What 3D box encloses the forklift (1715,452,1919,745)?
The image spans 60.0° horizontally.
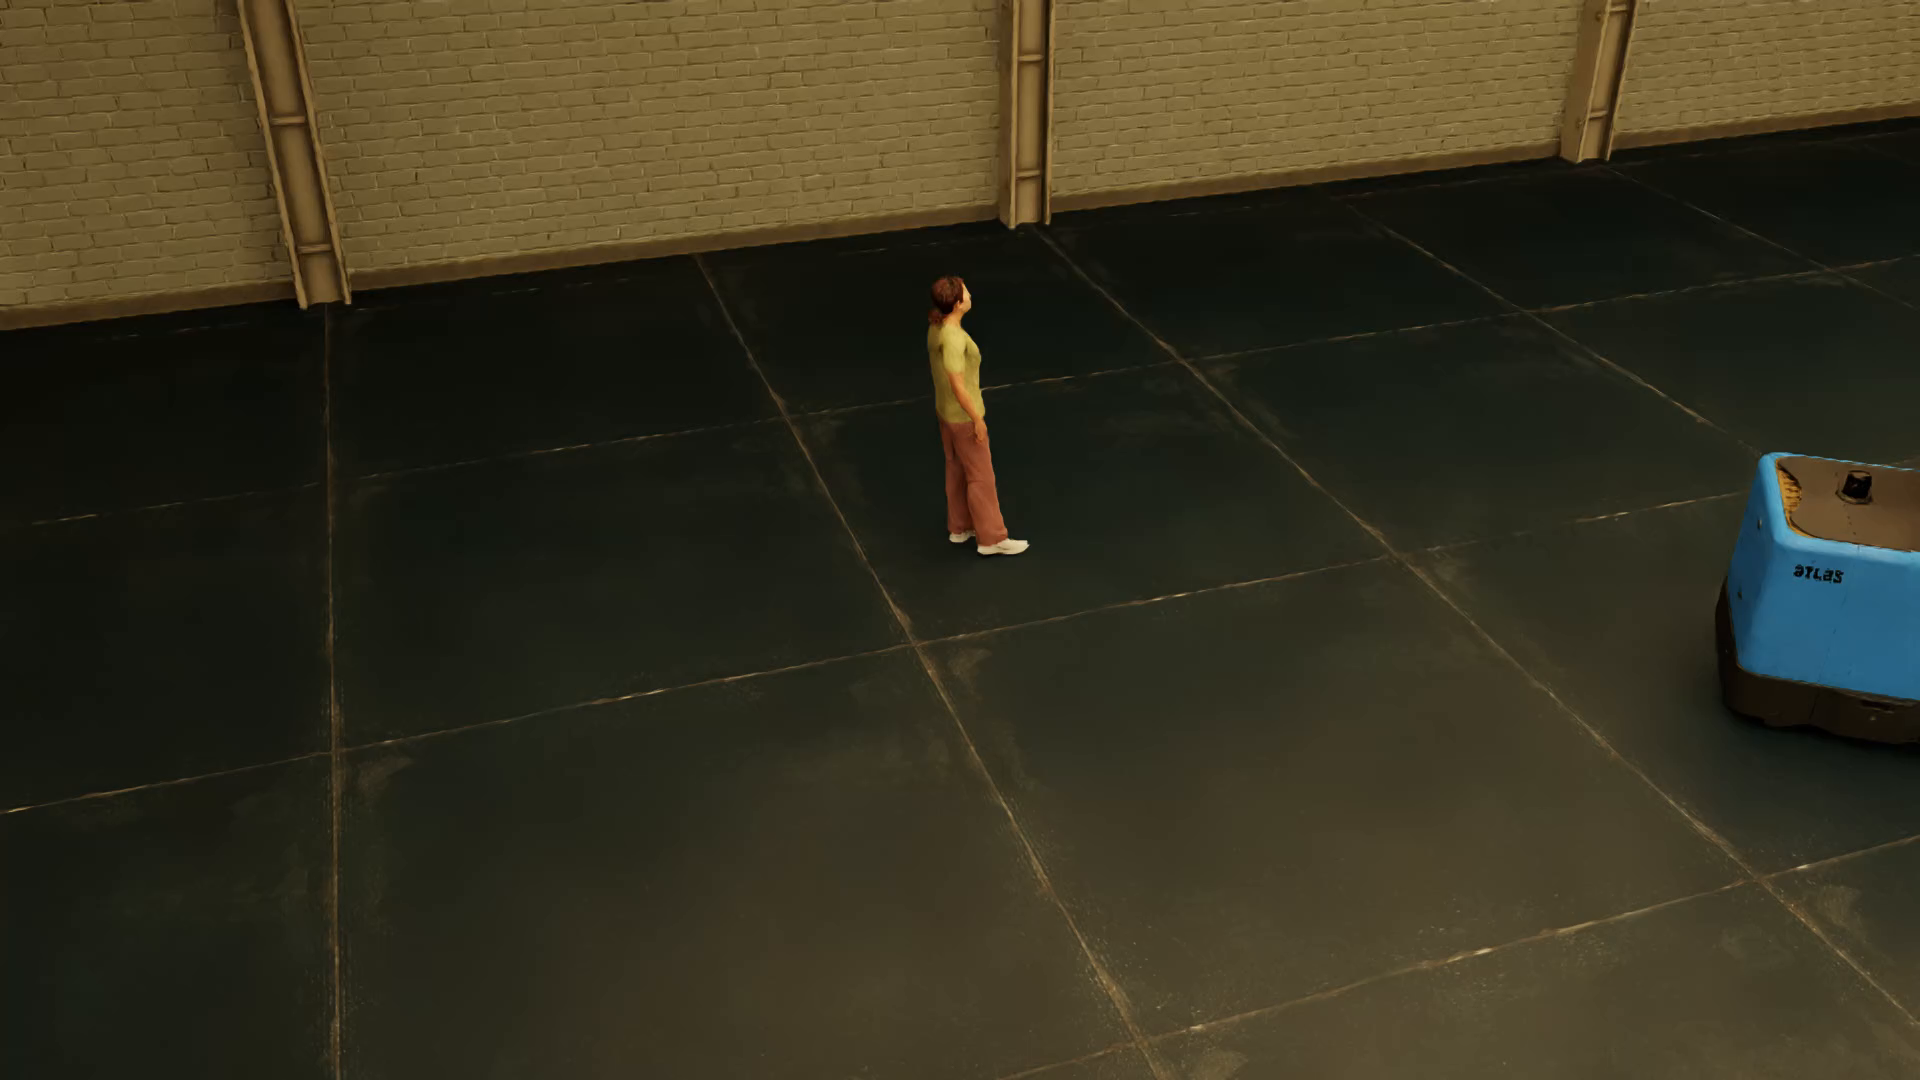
[{"bbox_3d":[5.463,-0.357,7.707,3.031,2.935,1.130,9,31,16],"label":"forklift"}]

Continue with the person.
[{"bbox_3d":[0.074,-0.731,9.620,0.548,1.656,0.554,-10,31,-16],"label":"person"}]
